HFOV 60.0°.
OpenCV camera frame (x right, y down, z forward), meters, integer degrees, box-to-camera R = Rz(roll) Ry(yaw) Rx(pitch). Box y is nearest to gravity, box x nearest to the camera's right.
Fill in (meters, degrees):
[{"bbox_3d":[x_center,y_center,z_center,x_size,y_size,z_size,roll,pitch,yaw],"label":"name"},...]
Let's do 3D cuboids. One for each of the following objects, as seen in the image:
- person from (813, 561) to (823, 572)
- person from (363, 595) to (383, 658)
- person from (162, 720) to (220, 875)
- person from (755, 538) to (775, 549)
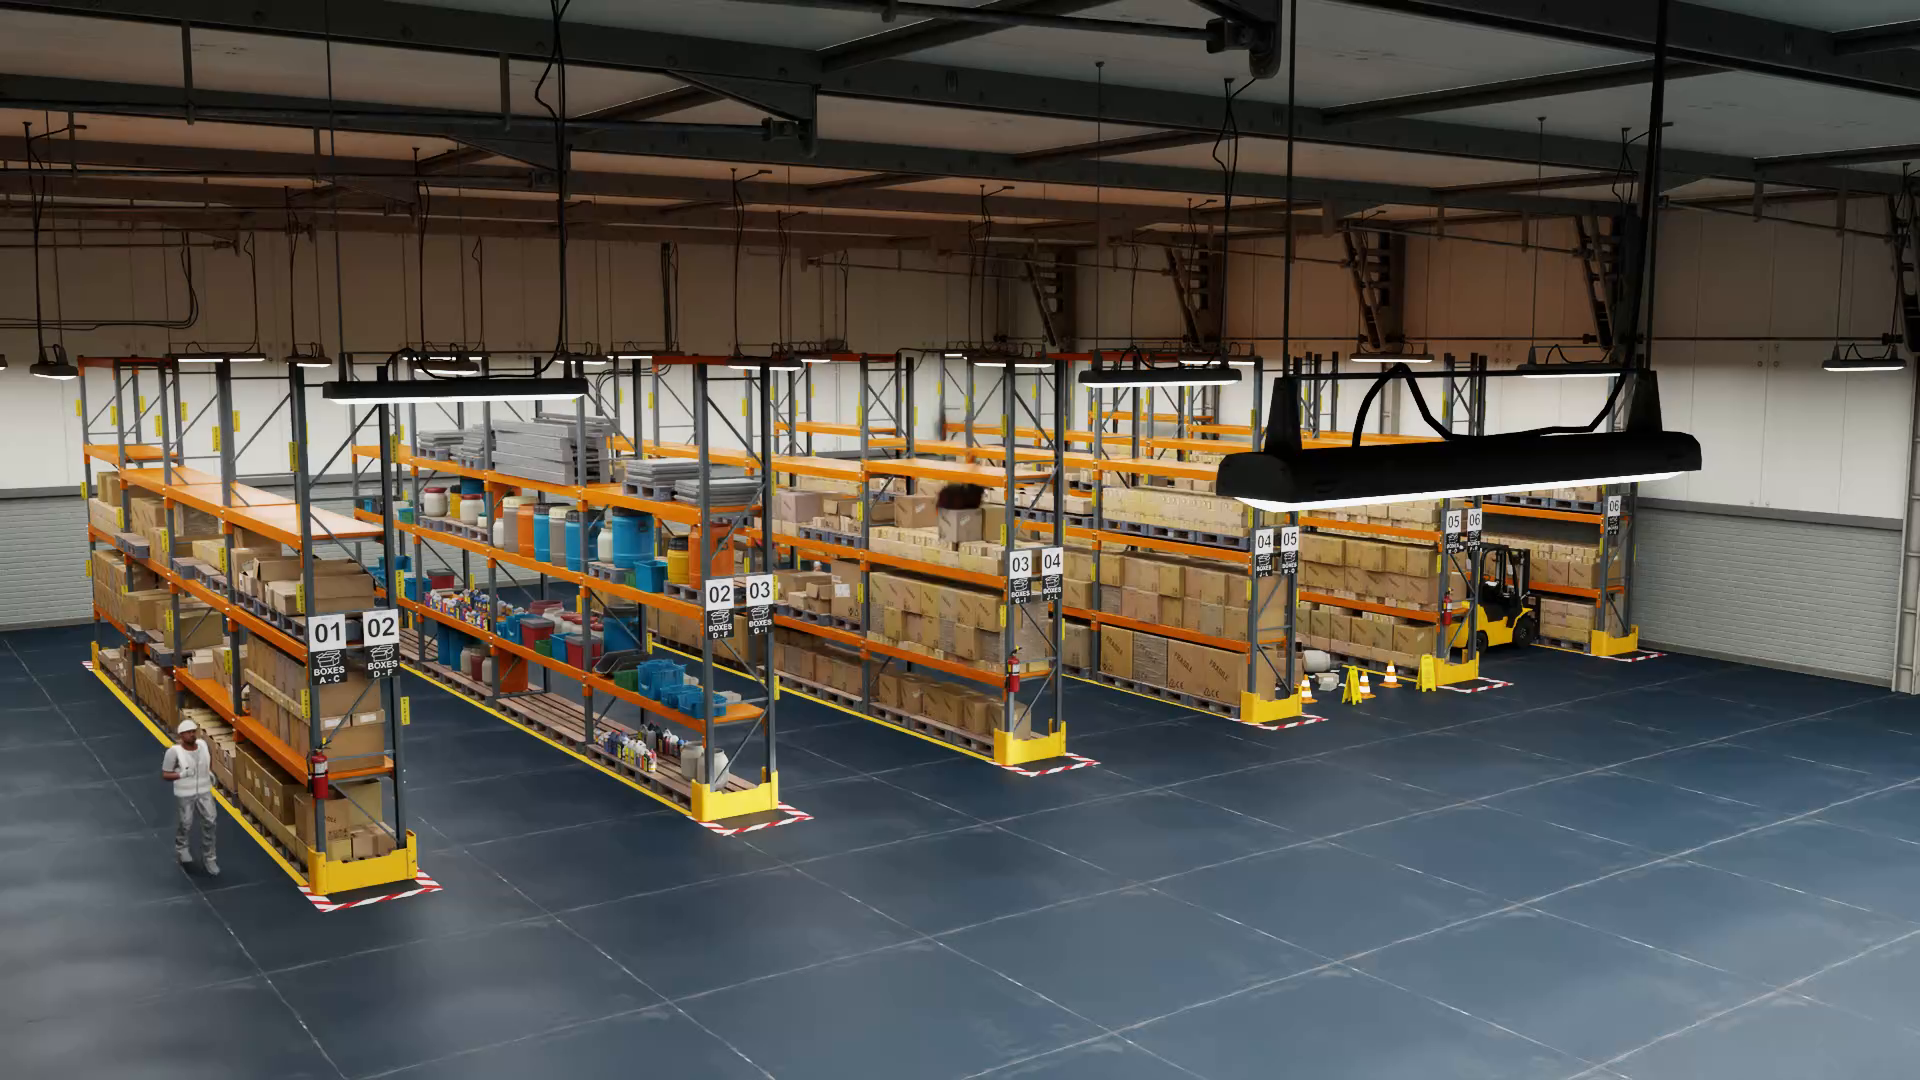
[{"bbox_3d":[-2.994,1.256,35.180,0.587,1.633,0.583,-6,9,-40],"label":"person"},{"bbox_3d":[-10.819,1.791,30.565,0.641,1.673,0.785,-4,8,-29],"label":"person"},{"bbox_3d":[-9.146,3.044,19.792,0.665,1.836,0.783,-7,10,-44],"label":"person"},{"bbox_3d":[-4.939,0.525,41.118,0.725,1.708,0.632,6,9,41],"label":"person"}]
